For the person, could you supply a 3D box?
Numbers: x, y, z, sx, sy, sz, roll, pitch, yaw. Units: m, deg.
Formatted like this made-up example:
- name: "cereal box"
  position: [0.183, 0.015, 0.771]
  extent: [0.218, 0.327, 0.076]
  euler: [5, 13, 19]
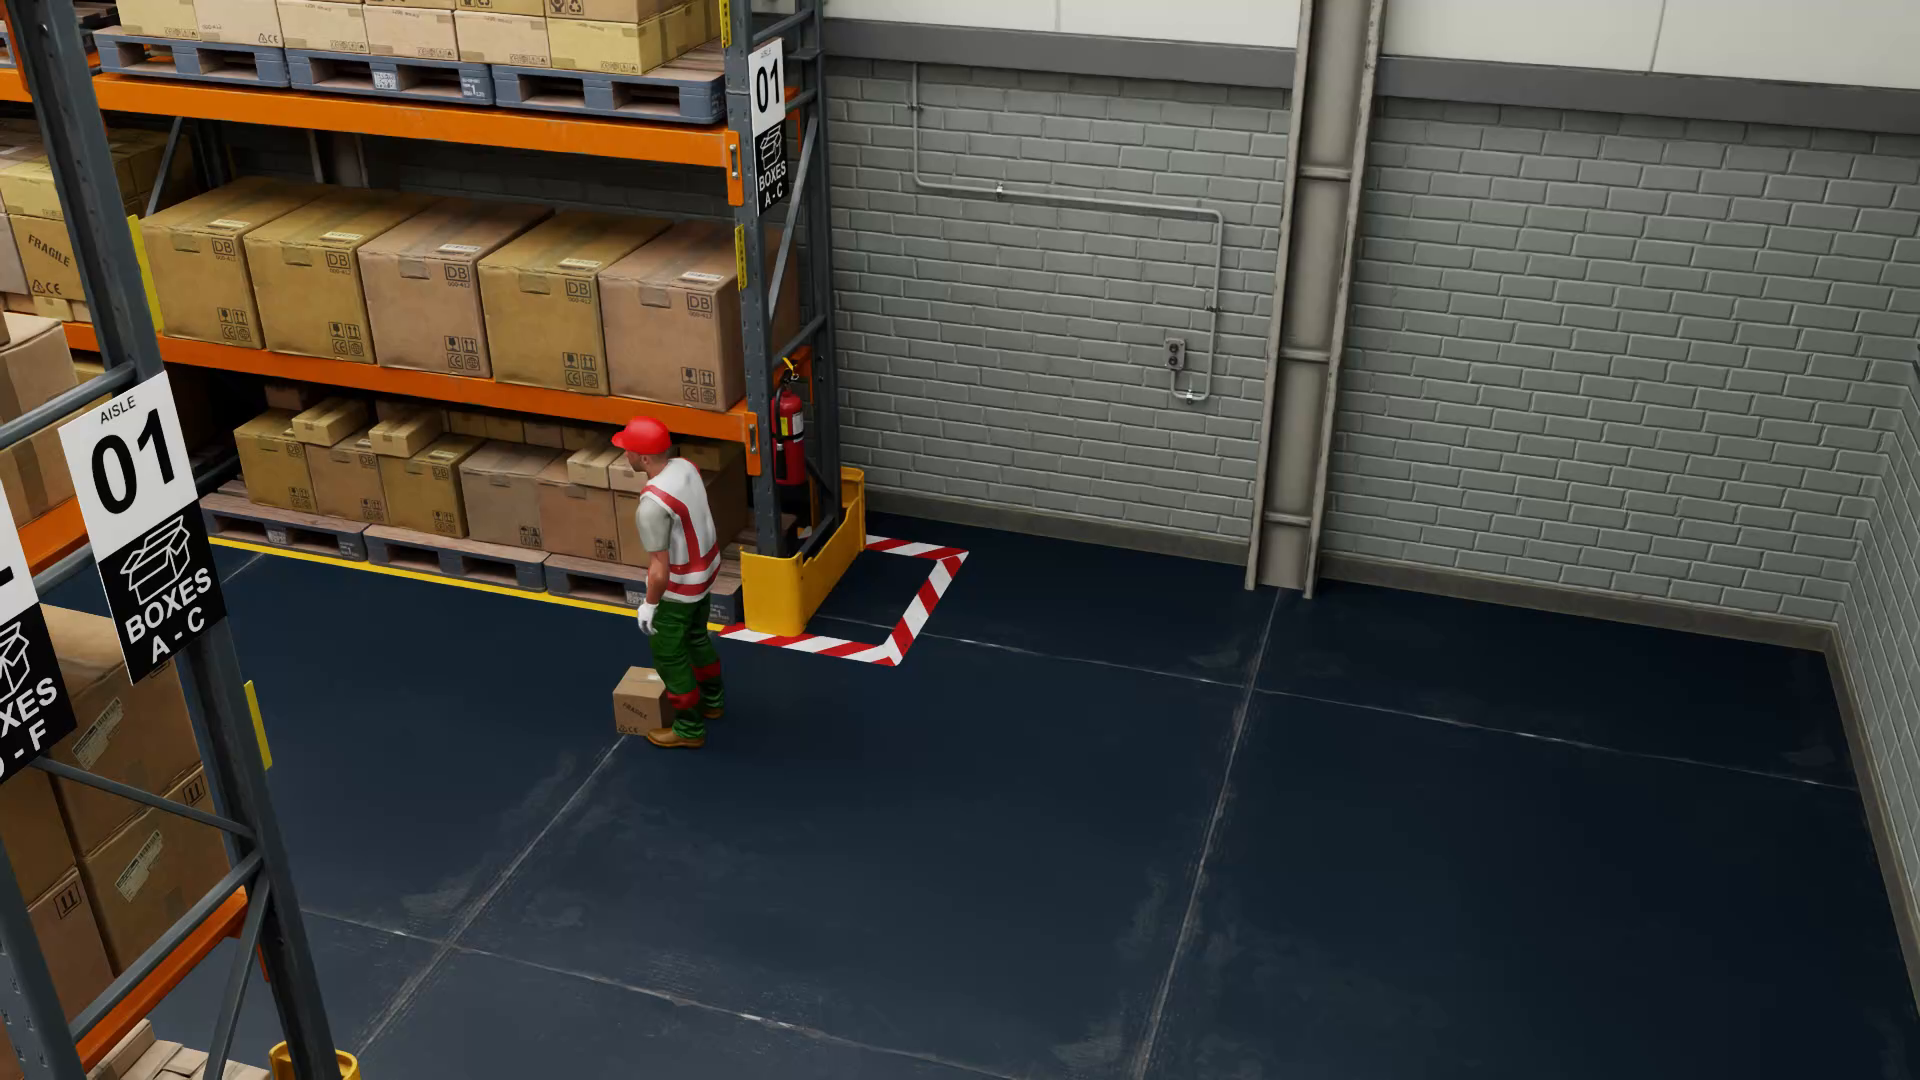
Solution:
- name: "person"
  position: [-1.400, 0.209, 8.117]
  extent: [0.445, 1.781, 0.621]
  euler: [7, 30, 12]
